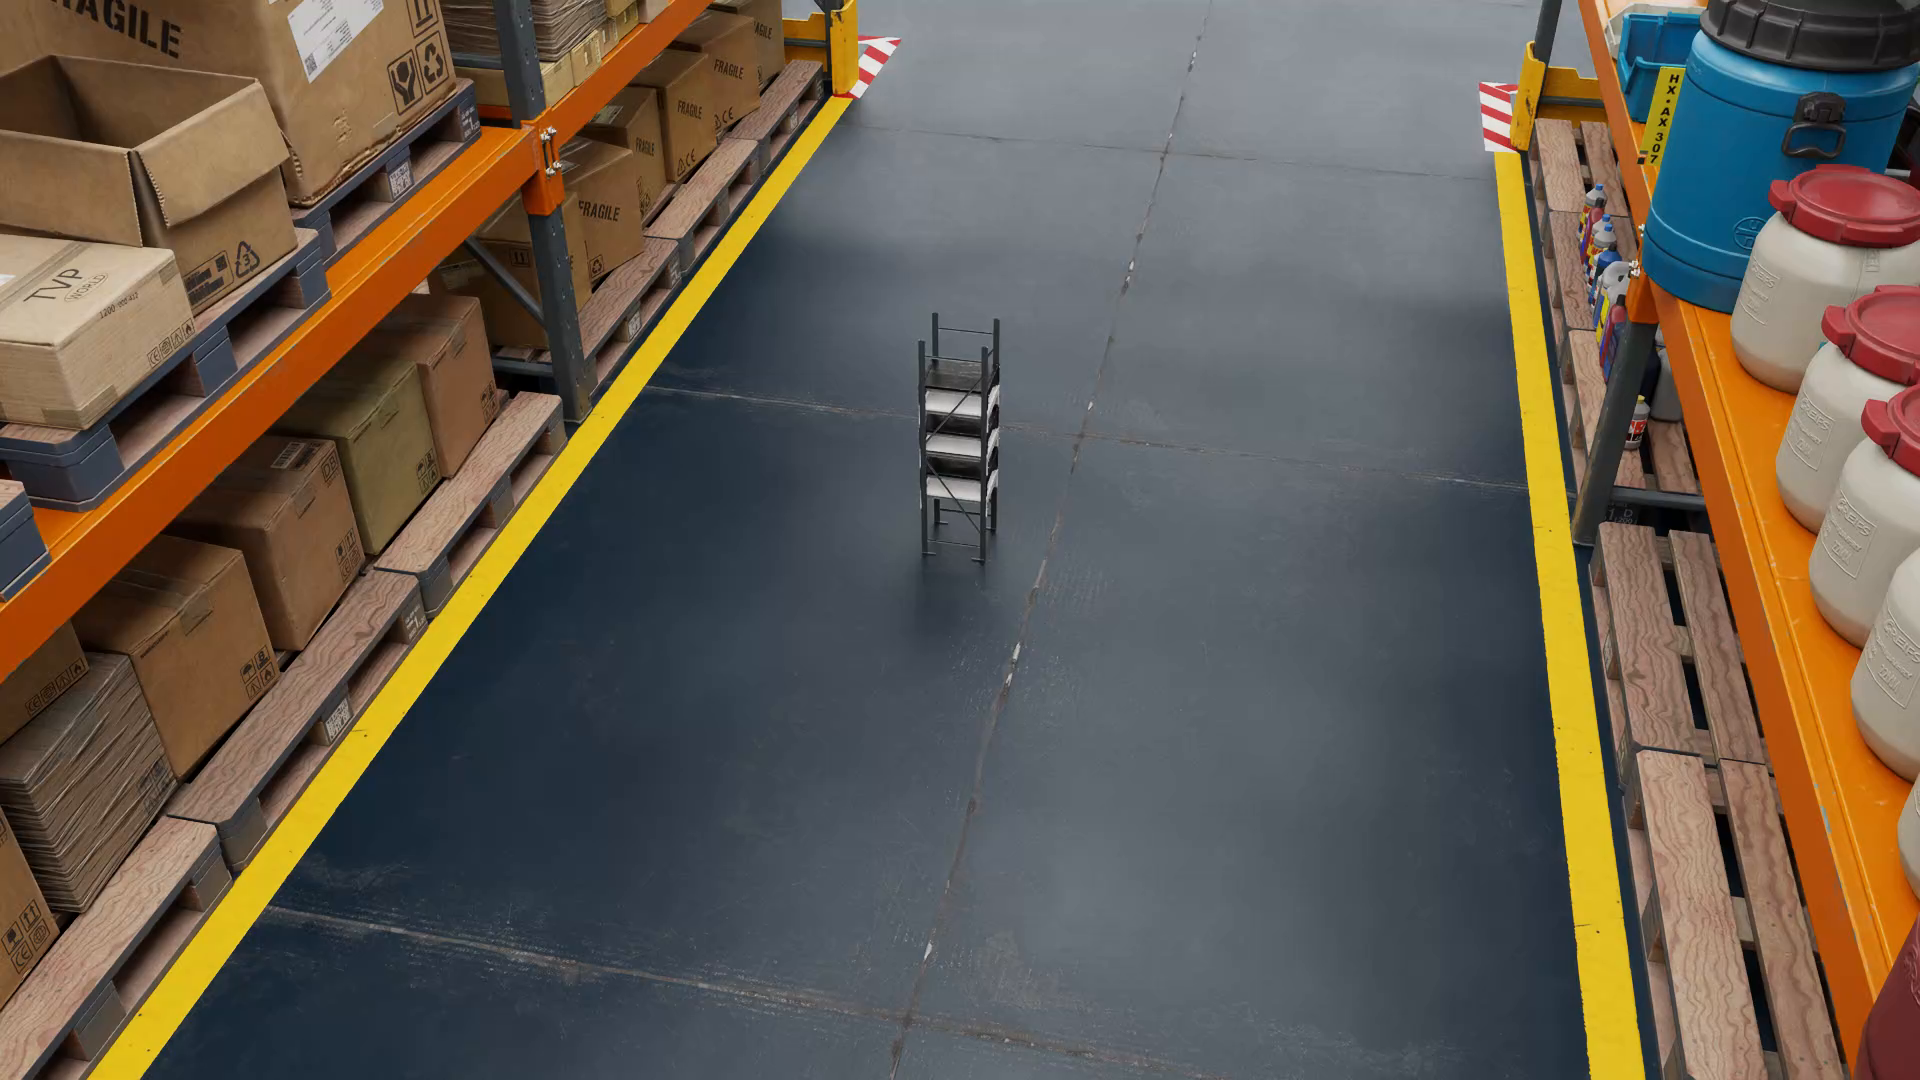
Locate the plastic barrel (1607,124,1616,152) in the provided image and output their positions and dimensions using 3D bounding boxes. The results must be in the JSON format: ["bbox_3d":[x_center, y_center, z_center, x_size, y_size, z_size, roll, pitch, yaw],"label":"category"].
[{"bbox_3d":[3.580,-2.234,8.538,0.421,0.512,0.421,0,36,0],"label":"plastic barrel"}]

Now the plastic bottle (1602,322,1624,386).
[{"bbox_3d":[2.689,-0.786,6.660,0.144,0.351,0.185,6,36,8],"label":"plastic bottle"}]

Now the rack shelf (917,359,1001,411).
[{"bbox_3d":[-0.002,-0.551,5.841,0.258,0.077,0.200,7,37,10],"label":"rack shelf"}]

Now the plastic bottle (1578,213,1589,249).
[{"bbox_3d":[2.932,-1.443,7.695,0.097,0.201,0.097,0,36,0],"label":"plastic bottle"}]

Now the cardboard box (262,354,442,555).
[{"bbox_3d":[-2.319,-0.331,5.906,0.700,0.500,0.500,7,37,10],"label":"cardboard box"}]

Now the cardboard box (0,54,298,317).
[{"bbox_3d":[-2.327,-0.992,4.617,0.797,0.503,0.637,11,37,15],"label":"cardboard box"}]

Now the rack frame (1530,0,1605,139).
[{"bbox_3d":[3.646,-3.458,8.465,1.000,3.000,0.127,7,37,10],"label":"rack frame"}]

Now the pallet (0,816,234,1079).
[{"bbox_3d":[-2.733,1.189,4.430,1.003,0.211,1.213,7,37,10],"label":"pallet"}]

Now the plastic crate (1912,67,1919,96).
[{"bbox_3d":[3.357,-1.822,6.388,0.450,0.188,0.662,7,37,10],"label":"plastic crate"}]

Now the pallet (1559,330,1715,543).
[{"bbox_3d":[2.976,-0.415,6.643,1.003,0.211,1.213,7,37,10],"label":"pallet"}]

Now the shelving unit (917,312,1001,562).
[{"bbox_3d":[-0.002,-0.360,5.980,0.258,0.900,0.210,7,37,10],"label":"shelving unit"}]

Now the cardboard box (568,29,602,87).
[{"bbox_3d":[-1.641,-1.911,6.545,0.380,0.149,0.250,7,37,10],"label":"cardboard box"}]

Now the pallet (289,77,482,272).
[{"bbox_3d":[-2.352,-1.288,5.634,1.003,0.211,1.213,7,37,10],"label":"pallet"}]

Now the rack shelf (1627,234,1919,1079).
[{"bbox_3d":[2.364,0.273,3.930,1.077,0.370,4.000,7,37,10],"label":"rack shelf"}]

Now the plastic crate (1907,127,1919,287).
[{"bbox_3d":[2.987,-0.875,4.846,0.402,0.464,0.583,7,37,10],"label":"plastic crate"}]

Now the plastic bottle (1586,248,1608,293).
[{"bbox_3d":[2.839,-1.192,7.348,0.097,0.201,0.097,0,36,0],"label":"plastic bottle"}]

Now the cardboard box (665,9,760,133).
[{"bbox_3d":[-1.437,-2.534,8.962,0.500,0.500,0.500,17,39,22],"label":"cardboard box"}]

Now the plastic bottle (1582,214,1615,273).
[{"bbox_3d":[2.881,-1.334,7.485,0.097,0.271,0.097,0,36,0],"label":"plastic bottle"}]

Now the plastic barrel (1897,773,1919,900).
[{"bbox_3d":[1.948,0.467,2.955,0.421,0.512,0.421,0,36,0],"label":"plastic barrel"}]

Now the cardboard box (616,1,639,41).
[{"bbox_3d":[-1.571,-2.202,6.947,0.380,0.149,0.250,7,37,10],"label":"cardboard box"}]

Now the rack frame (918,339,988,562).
[{"bbox_3d":[-0.023,-0.301,5.899,0.240,0.900,0.006,7,37,10],"label":"rack frame"}]

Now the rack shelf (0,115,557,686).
[{"bbox_3d":[-2.474,-0.348,4.787,1.077,0.370,4.000,7,37,10],"label":"rack shelf"}]

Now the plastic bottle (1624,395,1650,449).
[{"bbox_3d":[2.565,-0.457,6.334,0.097,0.201,0.097,0,36,0],"label":"plastic bottle"}]

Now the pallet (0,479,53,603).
[{"bbox_3d":[-2.853,0.163,3.632,1.213,0.211,1.003,7,37,10],"label":"pallet"}]

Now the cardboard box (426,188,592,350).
[{"bbox_3d":[-1.923,-1.168,7.077,0.500,0.500,0.500,6,36,9],"label":"cardboard box"}]

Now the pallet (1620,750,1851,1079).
[{"bbox_3d":[2.403,1.121,4.523,1.003,0.211,1.213,7,37,10],"label":"pallet"}]

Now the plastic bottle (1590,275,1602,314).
[{"bbox_3d":[2.795,-1.074,7.186,0.097,0.201,0.097,0,36,0],"label":"plastic bottle"}]

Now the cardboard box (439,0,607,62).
[{"bbox_3d":[-1.891,-2.197,6.386,0.875,0.500,0.500,7,37,10],"label":"cardboard box"}]

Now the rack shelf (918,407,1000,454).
[{"bbox_3d":[-0.002,-0.406,5.946,0.258,0.077,0.200,7,37,10],"label":"rack shelf"}]

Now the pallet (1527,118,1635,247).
[{"bbox_3d":[3.497,-1.814,8.573,1.003,0.211,1.213,7,37,10],"label":"pallet"}]

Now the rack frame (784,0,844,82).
[{"bbox_3d":[-1.193,-4.079,9.322,1.000,3.000,0.127,7,37,10],"label":"rack frame"}]

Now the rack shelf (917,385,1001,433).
[{"bbox_3d":[-0.002,-0.478,5.893,0.258,0.077,0.200,7,37,10],"label":"rack shelf"}]

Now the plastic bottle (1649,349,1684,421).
[{"bbox_3d":[2.788,-0.657,6.483,0.144,0.351,0.185,7,37,10],"label":"plastic bottle"}]

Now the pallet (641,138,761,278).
[{"bbox_3d":[-1.680,-1.747,8.481,1.003,0.211,1.213,7,37,10],"label":"pallet"}]

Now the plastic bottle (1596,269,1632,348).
[{"bbox_3d":[2.758,-0.971,6.916,0.144,0.351,0.185,7,37,10],"label":"plastic bottle"}]

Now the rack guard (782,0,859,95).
[{"bbox_3d":[-1.209,-3.023,9.995,1.175,0.500,0.348,7,37,10],"label":"rack guard"}]

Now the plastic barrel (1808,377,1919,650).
[{"bbox_3d":[2.124,-0.030,3.620,0.433,0.535,0.433,0,36,0],"label":"plastic barrel"}]

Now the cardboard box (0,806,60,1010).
[{"bbox_3d":[-2.778,0.955,4.131,0.700,0.500,0.500,5,36,8],"label":"cardboard box"}]

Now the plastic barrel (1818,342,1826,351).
[{"bbox_3d":[2.359,-0.369,4.321,0.301,0.262,0.301,0,36,0],"label":"plastic barrel"}]

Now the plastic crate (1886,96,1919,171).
[{"bbox_3d":[3.028,-1.424,5.711,0.767,0.338,0.504,7,37,10],"label":"plastic crate"}]

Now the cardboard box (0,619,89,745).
[{"bbox_3d":[-2.684,0.345,4.334,0.500,0.250,0.500,11,37,15],"label":"cardboard box"}]

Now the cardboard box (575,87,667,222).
[{"bbox_3d":[-1.752,-1.863,8.036,0.500,0.500,0.500,4,36,6],"label":"cardboard box"}]

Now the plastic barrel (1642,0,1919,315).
[{"bbox_3d":[2.413,-1.184,4.901,0.600,0.901,0.708,7,37,10],"label":"plastic barrel"}]

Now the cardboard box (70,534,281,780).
[{"bbox_3d":[-2.557,0.310,5.022,0.700,0.500,0.500,10,37,14],"label":"cardboard box"}]
